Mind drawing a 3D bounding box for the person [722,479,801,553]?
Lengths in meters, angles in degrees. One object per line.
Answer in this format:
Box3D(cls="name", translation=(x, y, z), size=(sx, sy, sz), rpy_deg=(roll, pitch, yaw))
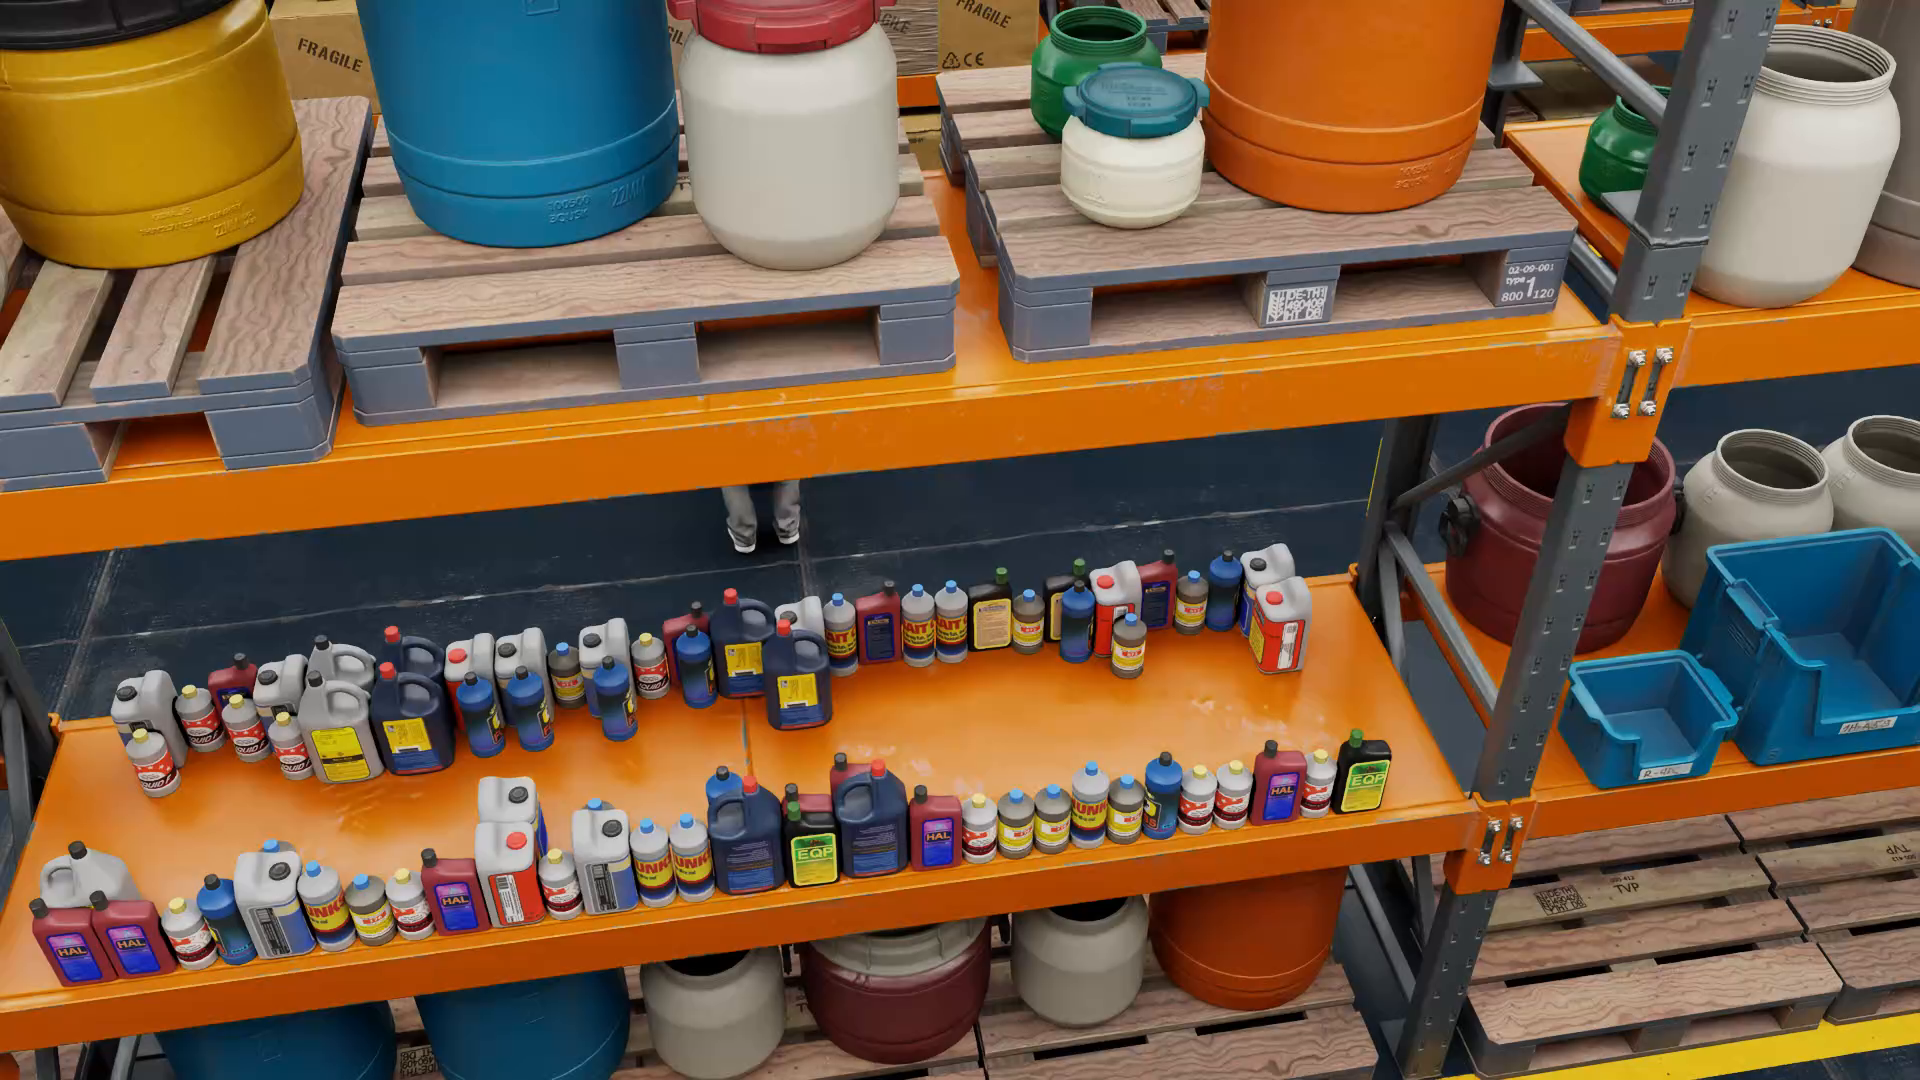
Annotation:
Box3D(cls="person", translation=(-0.903, -0.517, 7.277), size=(0.396, 0.990, 0.871), rpy_deg=(-8, 40, -9))
